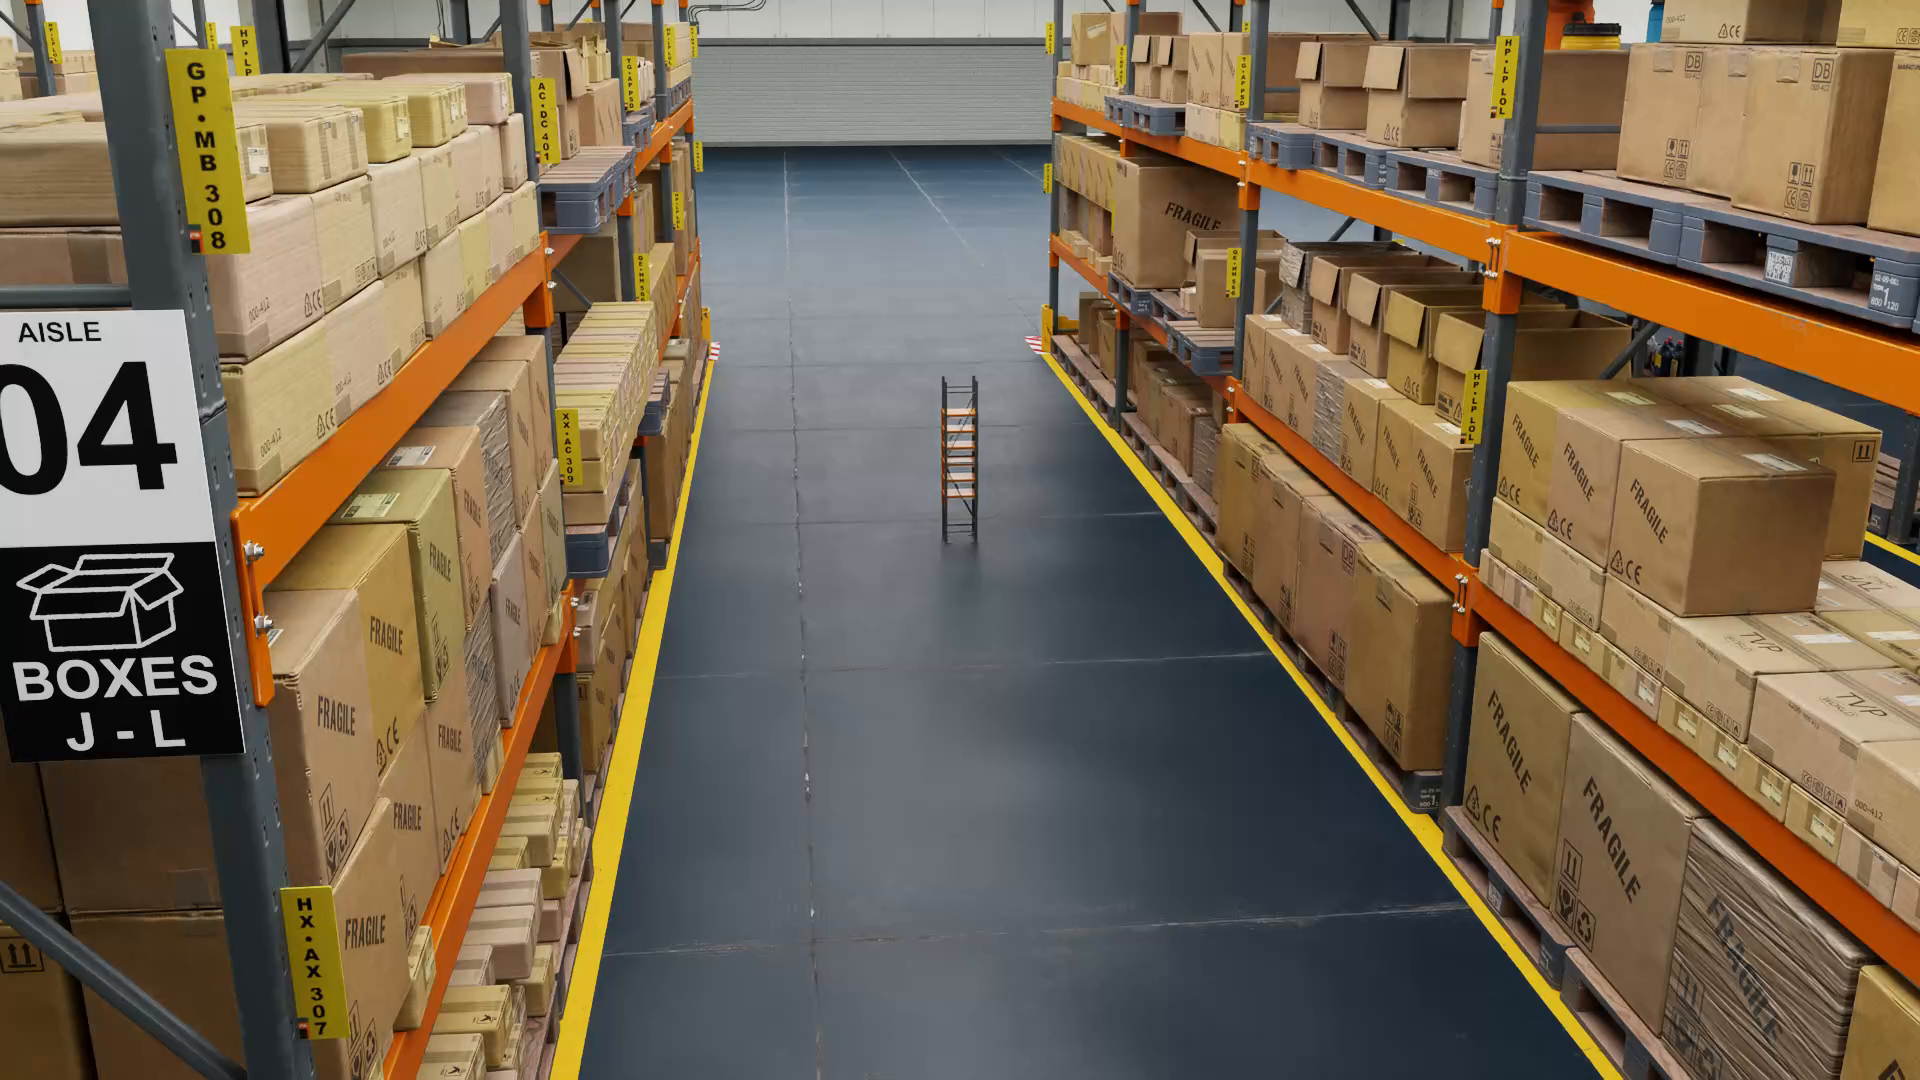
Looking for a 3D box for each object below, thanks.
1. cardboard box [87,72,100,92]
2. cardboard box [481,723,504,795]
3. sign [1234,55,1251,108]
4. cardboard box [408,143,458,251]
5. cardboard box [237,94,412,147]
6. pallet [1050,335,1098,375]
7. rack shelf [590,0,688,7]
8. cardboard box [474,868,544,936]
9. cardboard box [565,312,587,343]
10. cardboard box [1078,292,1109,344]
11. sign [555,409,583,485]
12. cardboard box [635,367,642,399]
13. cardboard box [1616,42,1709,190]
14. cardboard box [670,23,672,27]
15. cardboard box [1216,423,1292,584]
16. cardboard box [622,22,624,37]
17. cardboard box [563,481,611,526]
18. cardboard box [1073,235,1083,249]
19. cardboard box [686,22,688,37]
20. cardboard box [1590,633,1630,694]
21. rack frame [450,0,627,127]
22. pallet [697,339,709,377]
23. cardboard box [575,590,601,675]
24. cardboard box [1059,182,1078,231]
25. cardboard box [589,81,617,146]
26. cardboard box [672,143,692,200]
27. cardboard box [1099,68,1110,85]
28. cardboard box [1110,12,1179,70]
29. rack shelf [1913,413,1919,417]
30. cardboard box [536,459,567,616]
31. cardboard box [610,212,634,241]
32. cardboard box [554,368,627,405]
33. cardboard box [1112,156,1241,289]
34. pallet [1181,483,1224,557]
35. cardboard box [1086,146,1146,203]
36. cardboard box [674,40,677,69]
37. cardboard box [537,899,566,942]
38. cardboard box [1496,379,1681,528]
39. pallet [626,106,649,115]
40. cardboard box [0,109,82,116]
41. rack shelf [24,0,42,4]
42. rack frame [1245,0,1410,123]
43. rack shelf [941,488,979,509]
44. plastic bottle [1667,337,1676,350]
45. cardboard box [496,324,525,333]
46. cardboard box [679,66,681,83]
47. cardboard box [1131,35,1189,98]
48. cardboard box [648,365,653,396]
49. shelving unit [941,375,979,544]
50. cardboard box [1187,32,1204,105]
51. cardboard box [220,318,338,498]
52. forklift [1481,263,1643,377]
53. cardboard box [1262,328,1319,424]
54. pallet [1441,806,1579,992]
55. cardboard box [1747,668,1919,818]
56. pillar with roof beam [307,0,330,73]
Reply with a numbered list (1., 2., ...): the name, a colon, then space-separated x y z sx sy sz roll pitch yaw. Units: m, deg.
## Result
1. cardboard box: -7.753 -3.951 14.501 0.500 0.250 0.500 -2 18 -6
2. cardboard box: -1.684 0.705 5.344 0.380 0.149 0.250 -1 17 -5
3. sign: 1.812 -2.933 10.641 0.100 0.325 0.005 -2 18 -6
4. cardboard box: -1.702 -0.959 4.631 0.500 0.250 0.500 -2 18 -8
5. cardboard box: -1.704 -1.120 4.480 0.380 0.149 0.250 -1 17 -4
6. pallet: 1.583 -2.059 18.382 1.003 0.211 1.213 -2 18 -6
7. rack shelf: -3.211 -5.264 15.790 1.077 0.370 4.000 -2 18 -6
8. cardboard box: -1.716 1.324 6.018 0.380 0.149 0.250 -3 18 -8
9. cardboard box: -2.370 -1.338 11.264 0.500 0.500 0.500 -2 17 -5
10. cardboard box: 1.575 -2.476 18.528 0.500 0.500 0.500 1 17 5
11. sign: -1.640 -0.389 6.962 0.100 0.325 0.005 -2 18 -6
12. cardboard box: -1.953 -0.853 9.109 0.380 0.149 0.250 -1 17 -4
13. cardboard box: 2.905 -1.575 6.144 0.700 0.500 0.500 -3 18 -9
14. cardboard box: -2.731 -4.475 14.635 0.380 0.149 0.250 -2 18 -6
15. cardboard box: 2.403 -0.252 10.817 1.225 0.875 0.875 -3 18 -8
16. cardboard box: -3.674 -5.287 17.224 0.380 0.149 0.250 -2 18 -5
17. cardboard box: -1.762 -0.169 7.424 0.380 0.149 0.250 -3 18 -8
18. cardboard box: 1.402 -3.144 17.603 0.380 0.149 0.250 -2 18 -6
19. cardboard box: -2.994 -5.231 17.043 0.380 0.149 0.250 -1 17 -5
20. cardboard box: 2.575 0.450 6.156 0.380 0.149 0.250 -2 18 -6
21. rack frame: -2.592 -4.010 9.928 1.000 3.000 0.127 -2 18 -6
22. pallet: -3.257 -1.965 18.085 1.003 0.211 1.213 -2 18 -6
23. cardboard box: -1.993 0.450 7.957 0.500 0.250 0.500 -3 18 -8
24. cardboard box: 1.556 -3.680 18.227 0.875 0.500 0.500 -2 18 -6
25. cardboard box: -2.216 -2.316 9.372 0.500 0.500 0.500 -2 18 -6
26. cardboard box: -3.269 -3.846 17.366 0.875 0.550 0.550 -2 18 -6
27. cardboard box: 1.516 -4.337 15.560 0.380 0.149 0.250 -2 18 -7
28. cardboard box: 1.640 -4.449 14.833 0.500 0.500 0.500 -2 18 -7
29. rack shelf: 7.485 -0.485 9.916 1.077 0.370 4.000 -2 18 -6
30. cardboard box: -1.848 -0.011 6.540 0.500 0.500 0.500 -2 18 -6
31. cardboard box: -2.737 -2.110 12.055 0.700 0.500 0.500 -2 18 -6
32. cardboard box: -1.871 -0.762 8.323 0.380 0.149 0.250 -2 18 -6
33. cardboard box: 1.882 -2.709 14.094 1.000 1.000 1.000 -2 18 -5
34. pallet: 2.273 -0.174 12.378 1.003 0.211 1.213 -2 18 -6
35. cardboard box: 1.516 -3.553 16.154 0.500 0.500 0.500 -2 18 -6
36. cardboard box: -2.830 -4.394 15.044 0.500 0.250 0.500 -2 18 -6
37. cardboard box: -1.765 1.466 6.557 0.380 0.149 0.250 -2 18 -7
38. cardboard box: 2.560 -0.357 6.809 0.500 0.500 0.500 -2 18 -6
39. pallet: -2.829 -3.013 12.072 1.003 0.211 1.213 -1 17 -3
40. cardboard box: -2.183 -0.871 3.687 0.380 0.149 0.250 -2 17 -5
41. rack shelf: -7.711 -3.889 11.411 1.077 0.370 4.000 -2 18 -6
42. rack frame: 2.352 -4.134 10.320 1.000 3.000 0.127 -2 18 -6
43. rack shelf: -0.001 -0.305 12.096 0.258 0.103 0.180 -2 18 -6
44. plastic bottle: 7.176 -1.872 16.819 0.144 0.351 0.185 -3 18 -8
45. cardboard box: -2.659 -1.137 9.515 0.380 0.149 0.250 -3 18 -8
46. cardboard box: -2.837 -4.398 15.720 0.380 0.149 0.250 -2 18 -6
47. cardboard box: 1.890 -4.001 14.031 0.797 0.503 0.637 -3 18 -8
48. cardboard box: -2.033 -0.945 9.899 0.380 0.149 0.250 -1 17 -5
49. shelving unit: -0.001 -0.577 12.011 0.258 1.200 0.189 -2 18 -6
50. cardboard box: 1.955 -3.424 12.065 0.500 0.500 0.500 -1 17 -5
51. cardboard box: -1.559 -0.266 3.259 0.500 0.250 0.500 -1 17 -4
52. forklift: 4.931 -1.840 13.145 3.031 2.935 1.130 13 21 35
53. cardboard box: 2.187 -1.012 10.227 0.500 0.500 0.500 -2 18 -7
54. pallet: 2.765 1.480 7.111 1.003 0.211 1.213 -2 18 -6
55. cardboard box: 2.759 0.603 5.003 0.500 0.250 0.500 -2 18 -8
56. pillar with roof beam: -12.904 -14.892 44.589 9.100 9.000 0.400 -2 18 -6
